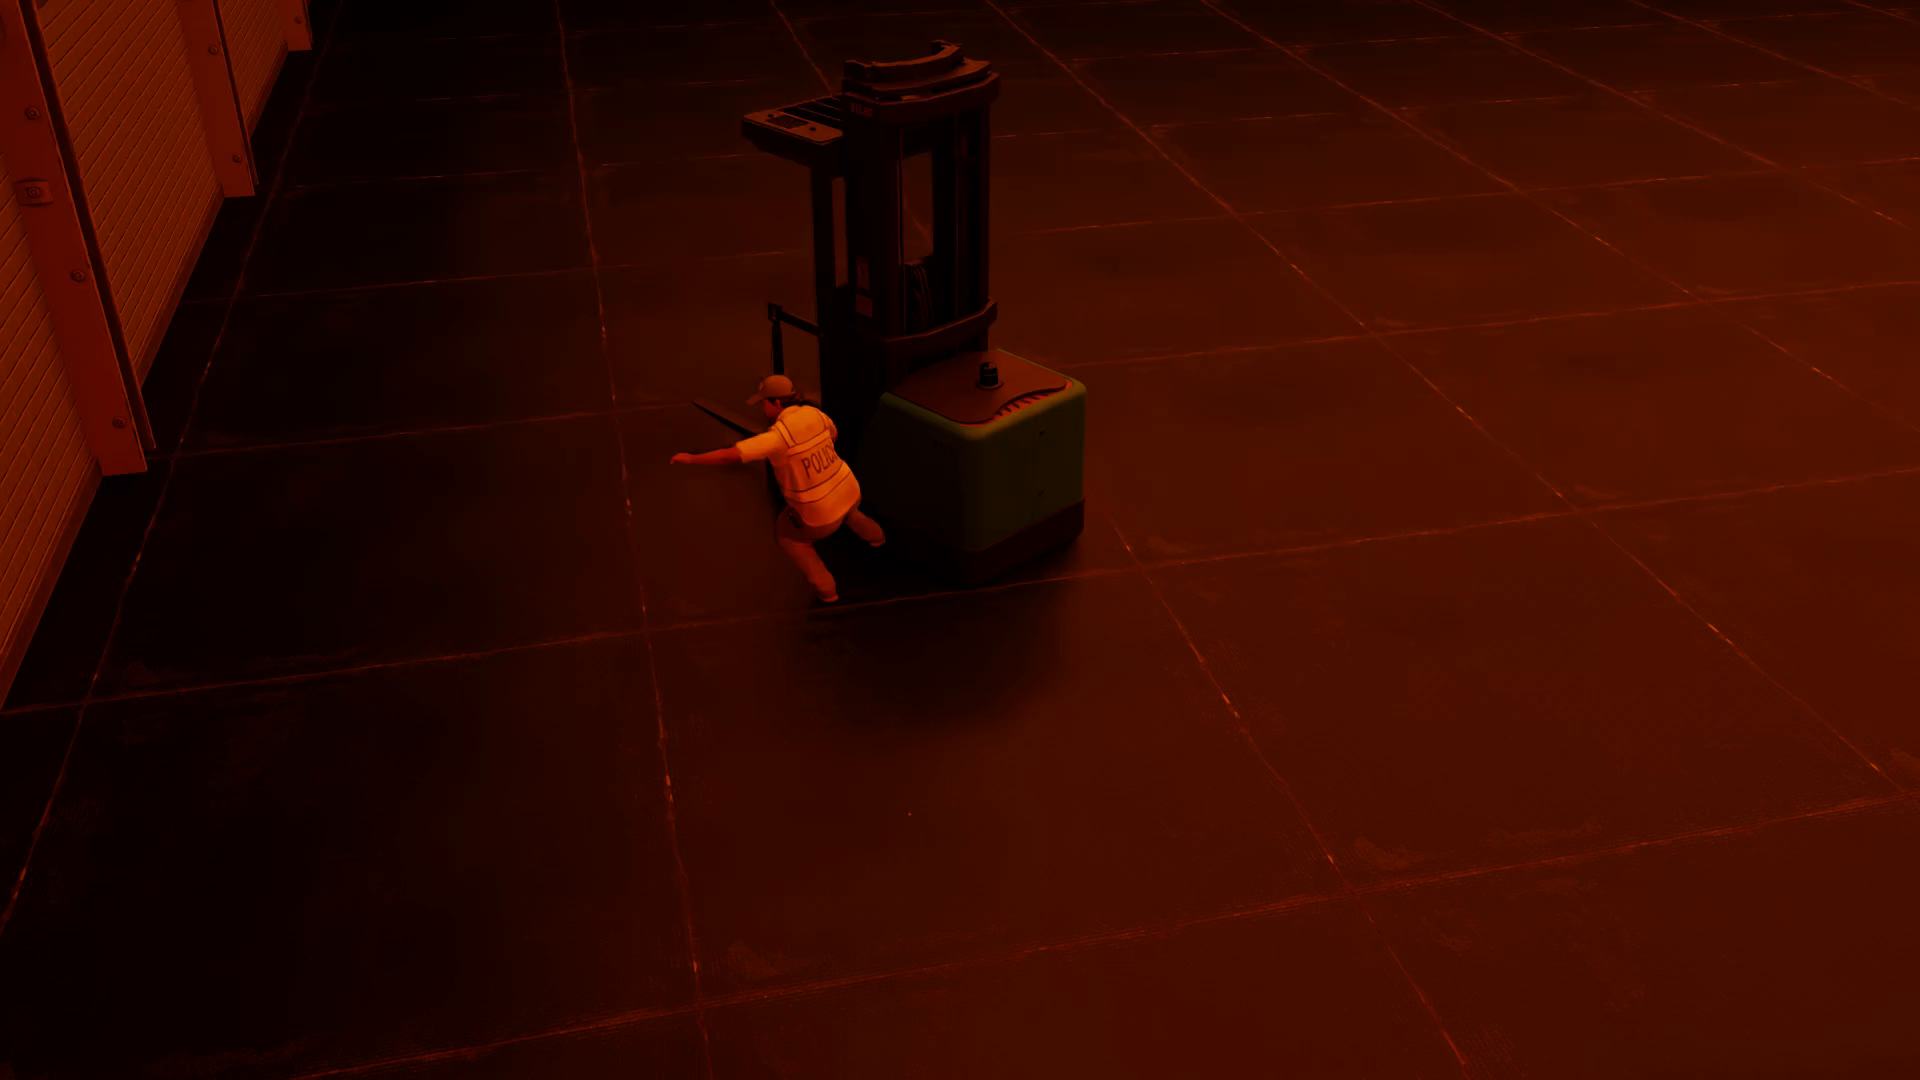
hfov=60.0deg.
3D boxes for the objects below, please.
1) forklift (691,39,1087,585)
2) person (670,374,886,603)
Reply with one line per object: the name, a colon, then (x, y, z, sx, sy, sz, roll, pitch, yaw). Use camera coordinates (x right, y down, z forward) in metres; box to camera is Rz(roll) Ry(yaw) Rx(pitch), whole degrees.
forklift: (-0.610, -1.639, 10.406, 1.130, 2.935, 3.031, -26, 39, -37)
person: (-0.897, -0.349, 9.655, 0.834, 1.411, 1.359, 21, 36, 32)
